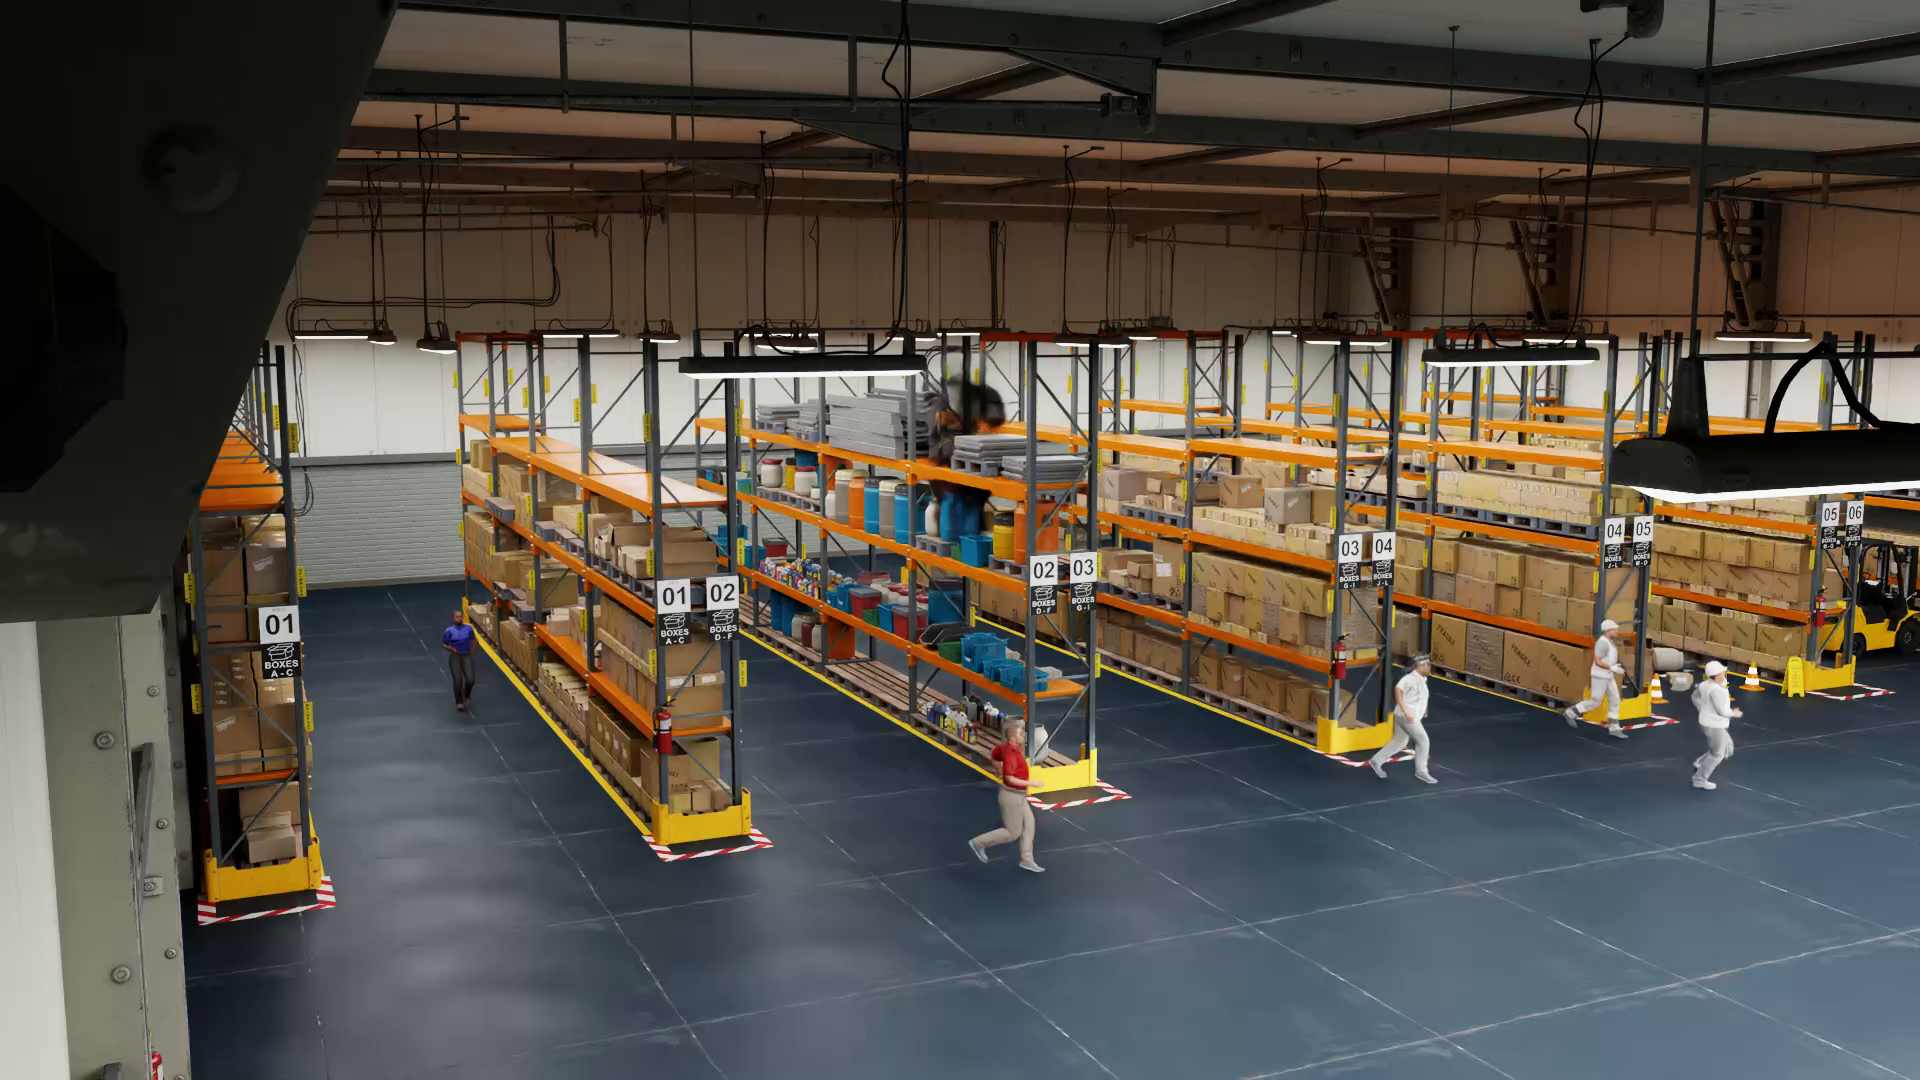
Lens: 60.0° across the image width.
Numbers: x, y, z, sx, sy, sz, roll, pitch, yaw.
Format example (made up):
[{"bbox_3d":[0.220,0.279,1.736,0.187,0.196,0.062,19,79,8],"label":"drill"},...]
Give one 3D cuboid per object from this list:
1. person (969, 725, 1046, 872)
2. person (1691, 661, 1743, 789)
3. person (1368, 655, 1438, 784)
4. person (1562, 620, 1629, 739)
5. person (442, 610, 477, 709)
[{"bbox_3d":[0.544,2.968,18.964,0.886,1.746,0.673,0,8,0],"label":"person"},{"bbox_3d":[10.157,2.474,22.276,0.589,1.732,0.622,1,8,9],"label":"person"},{"bbox_3d":[6.115,2.420,22.806,0.946,1.743,0.640,3,8,22],"label":"person"},{"bbox_3d":[9.647,2.075,25.105,0.976,1.782,0.640,6,10,36],"label":"person"},{"bbox_3d":[-7.983,1.936,26.654,0.563,1.618,0.572,-4,9,-25],"label":"person"}]
